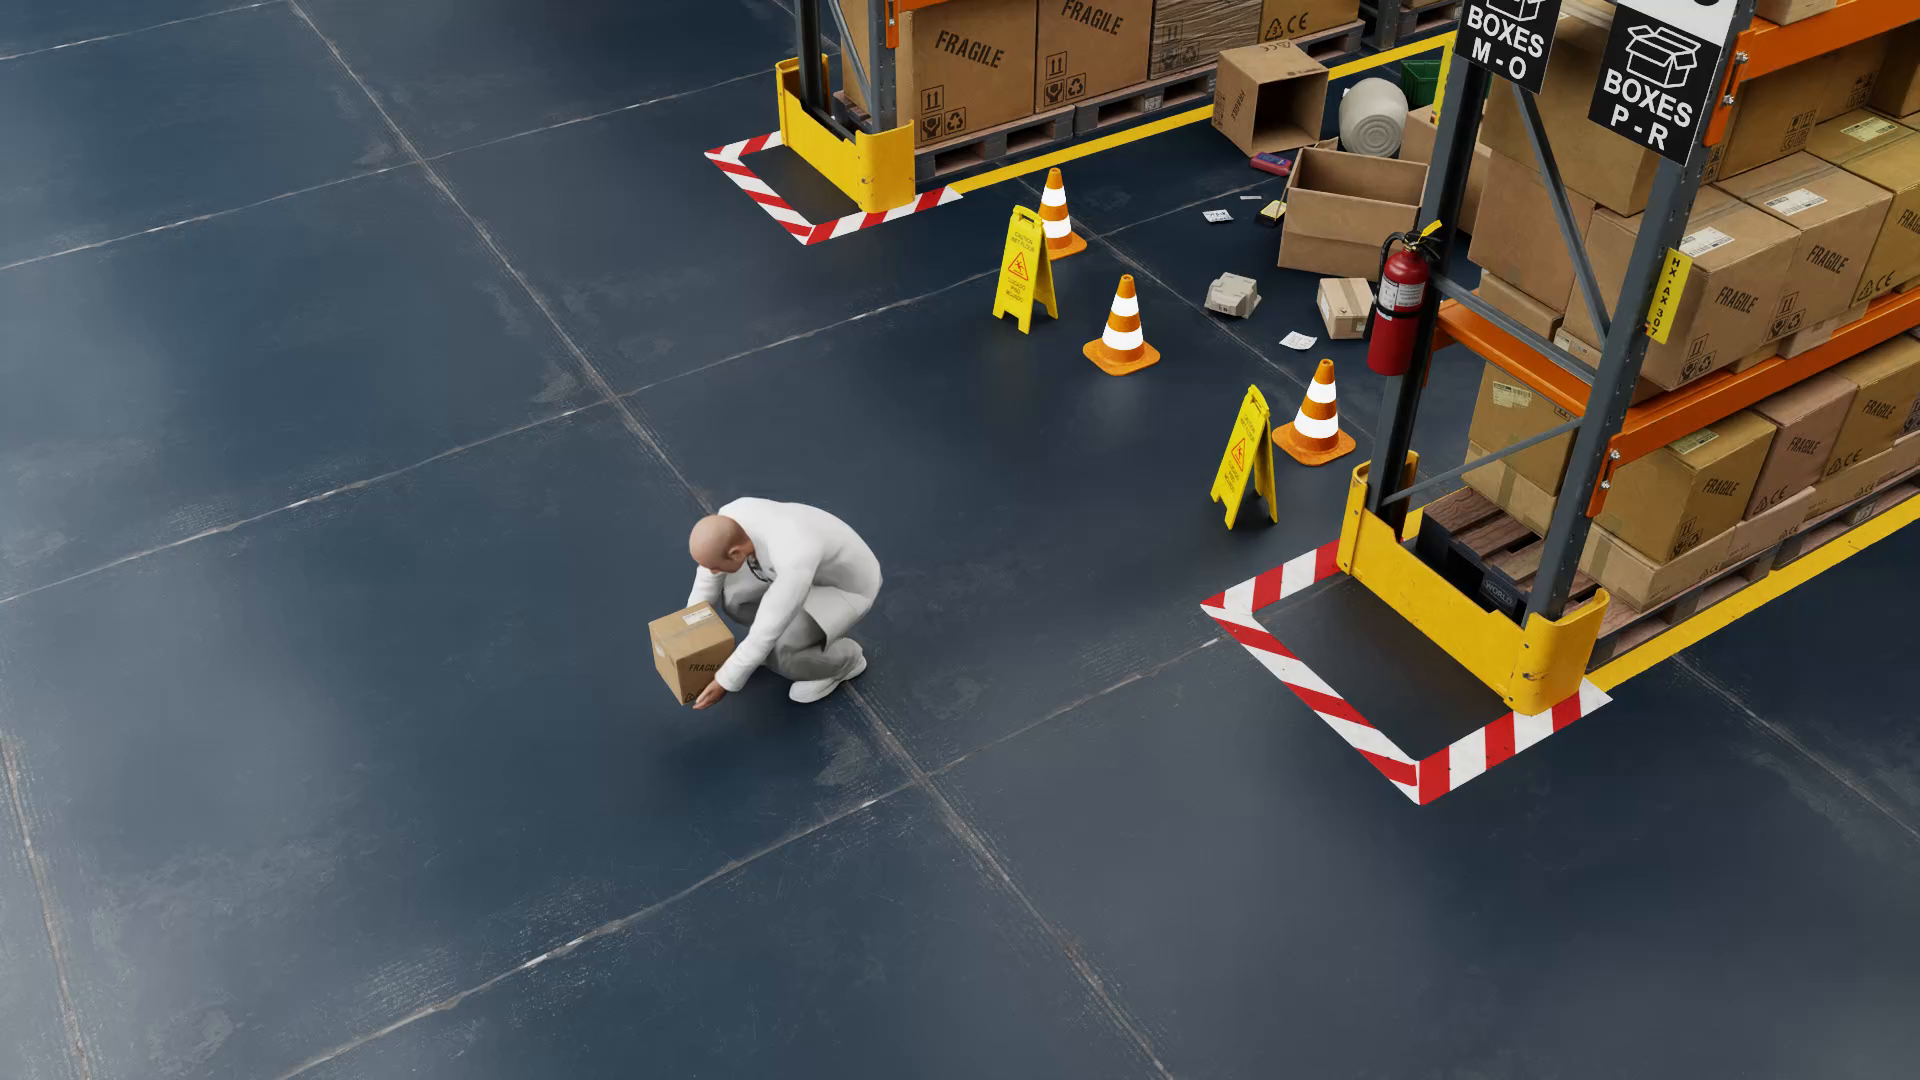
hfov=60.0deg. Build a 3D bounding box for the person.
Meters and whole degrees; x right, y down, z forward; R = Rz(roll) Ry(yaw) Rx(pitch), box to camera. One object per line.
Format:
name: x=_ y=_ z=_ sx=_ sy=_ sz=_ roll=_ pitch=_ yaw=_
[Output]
person: x=-0.727 y=0.194 z=6.549 sx=0.909 sy=0.995 sz=0.604 roll=-22 pitch=45 yaw=-24
